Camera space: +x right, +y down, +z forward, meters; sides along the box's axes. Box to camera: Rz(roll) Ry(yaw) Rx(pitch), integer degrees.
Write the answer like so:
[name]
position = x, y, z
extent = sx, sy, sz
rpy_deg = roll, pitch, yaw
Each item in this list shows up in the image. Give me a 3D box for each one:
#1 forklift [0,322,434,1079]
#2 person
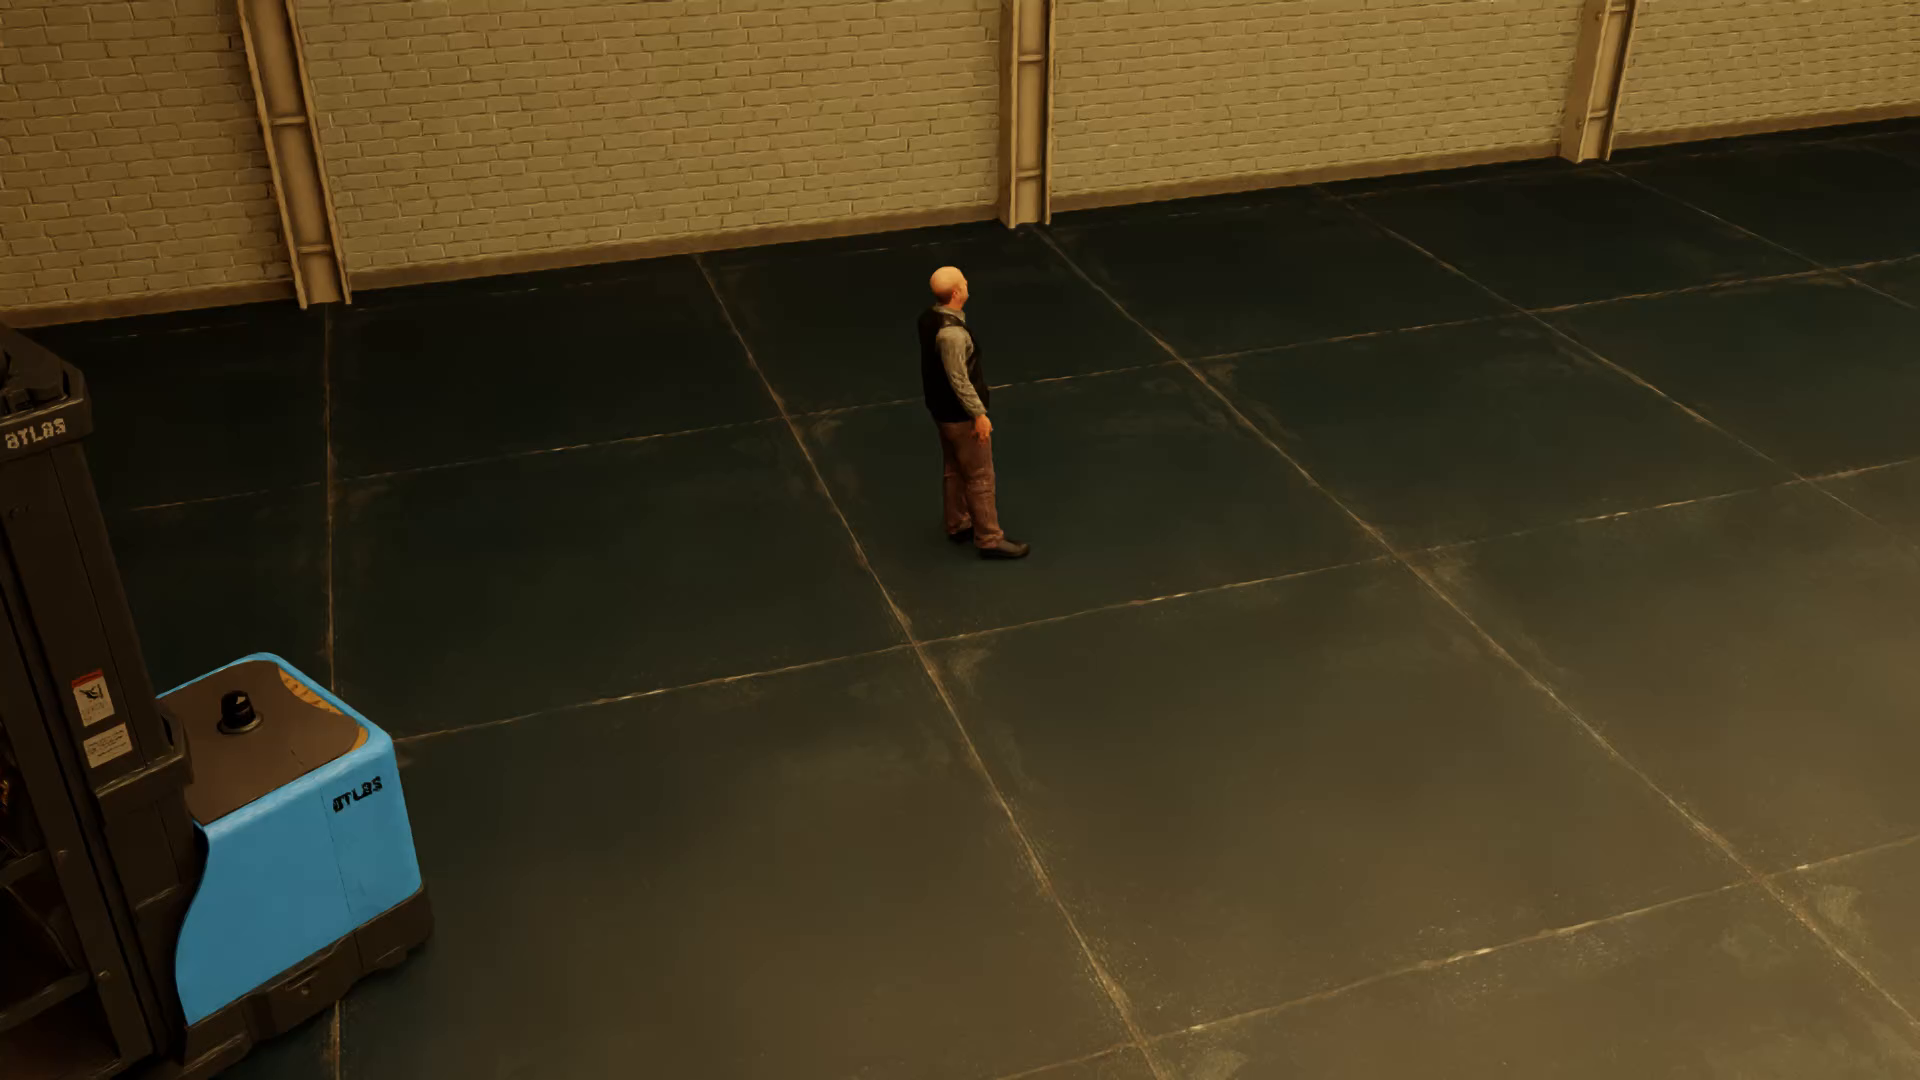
[forklift]
position = -3.573, 0.826, 5.652
extent = 1.130, 2.935, 3.031
rpy_deg = 24, 37, 35
[person]
position = 0.062, -0.758, 9.604
extent = 0.567, 1.720, 0.632
rpy_deg = -10, 31, -16
